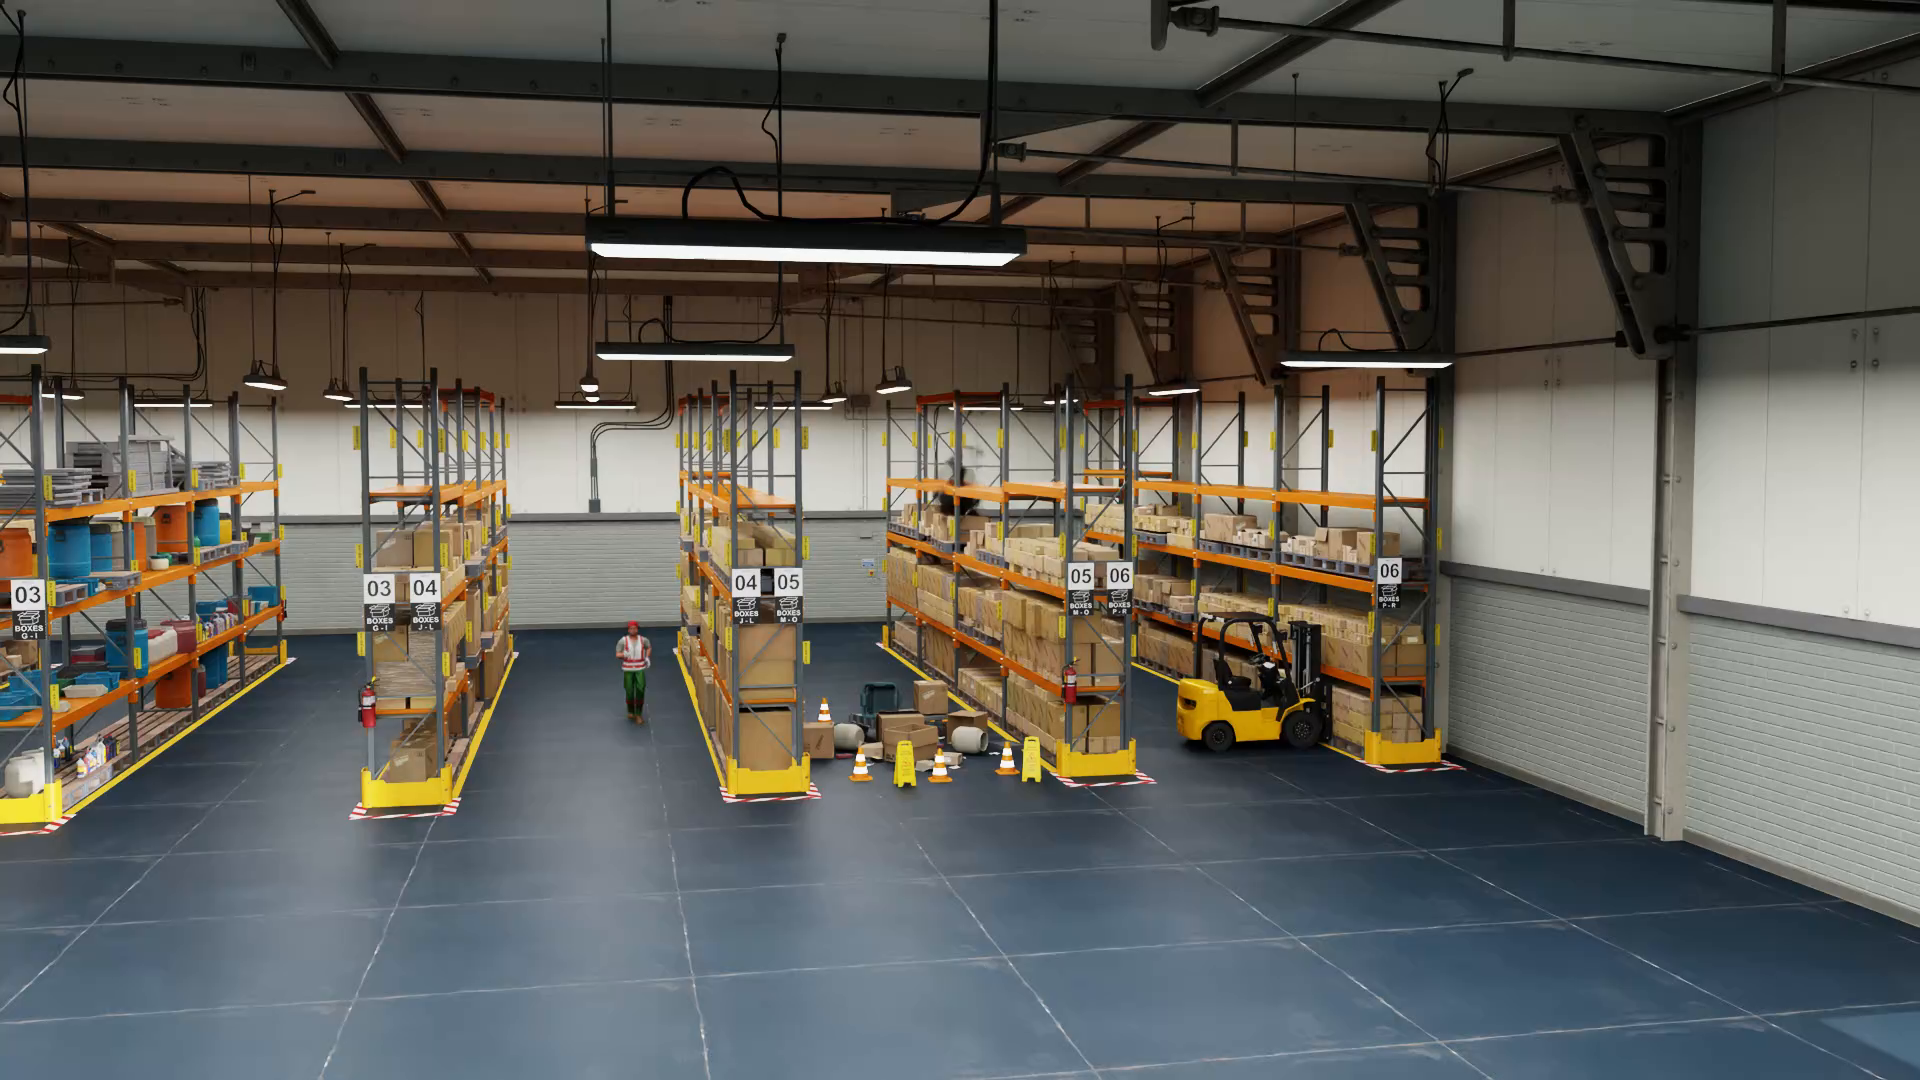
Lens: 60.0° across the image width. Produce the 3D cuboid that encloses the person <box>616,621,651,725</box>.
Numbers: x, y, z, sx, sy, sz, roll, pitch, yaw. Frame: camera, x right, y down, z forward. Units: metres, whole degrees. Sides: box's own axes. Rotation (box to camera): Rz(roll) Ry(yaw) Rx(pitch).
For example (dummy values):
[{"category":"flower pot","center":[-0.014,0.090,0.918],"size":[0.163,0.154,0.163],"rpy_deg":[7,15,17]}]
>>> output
[{"category":"person","center":[-5.787,2.346,29.515],"size":[0.632,1.836,0.736],"rpy_deg":[-1,3,-13]}]
